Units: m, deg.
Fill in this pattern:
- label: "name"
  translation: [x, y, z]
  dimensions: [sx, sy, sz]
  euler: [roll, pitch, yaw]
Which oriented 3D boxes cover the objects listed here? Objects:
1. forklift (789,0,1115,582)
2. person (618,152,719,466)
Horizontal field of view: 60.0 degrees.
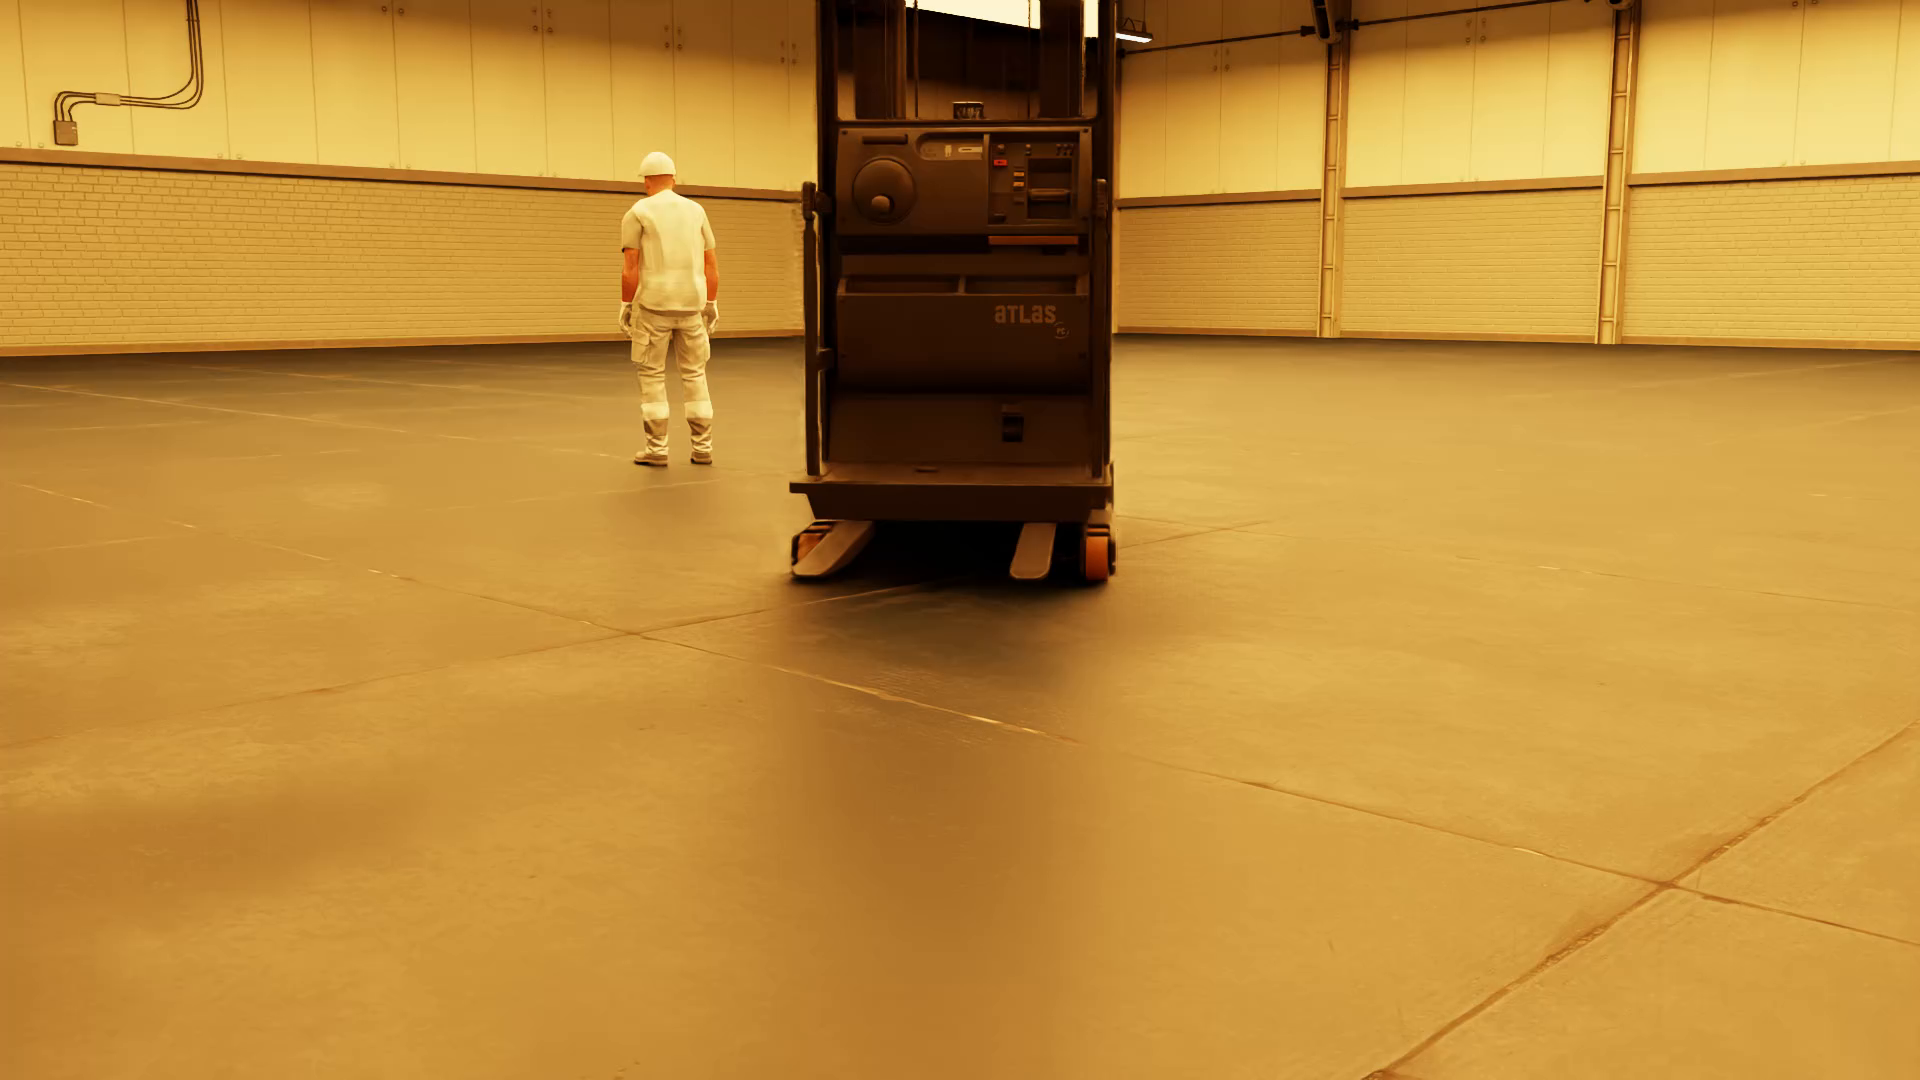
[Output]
- label: "forklift"
  translation: [-0.001, -1.353, 5.858]
  dimensions: [1.130, 2.935, 3.031]
  euler: [1, 9, 4]
- label: "person"
  translation: [-1.672, -1.323, 9.546]
  dimensions: [0.607, 1.777, 0.453]
  euler: [-5, 10, -29]
